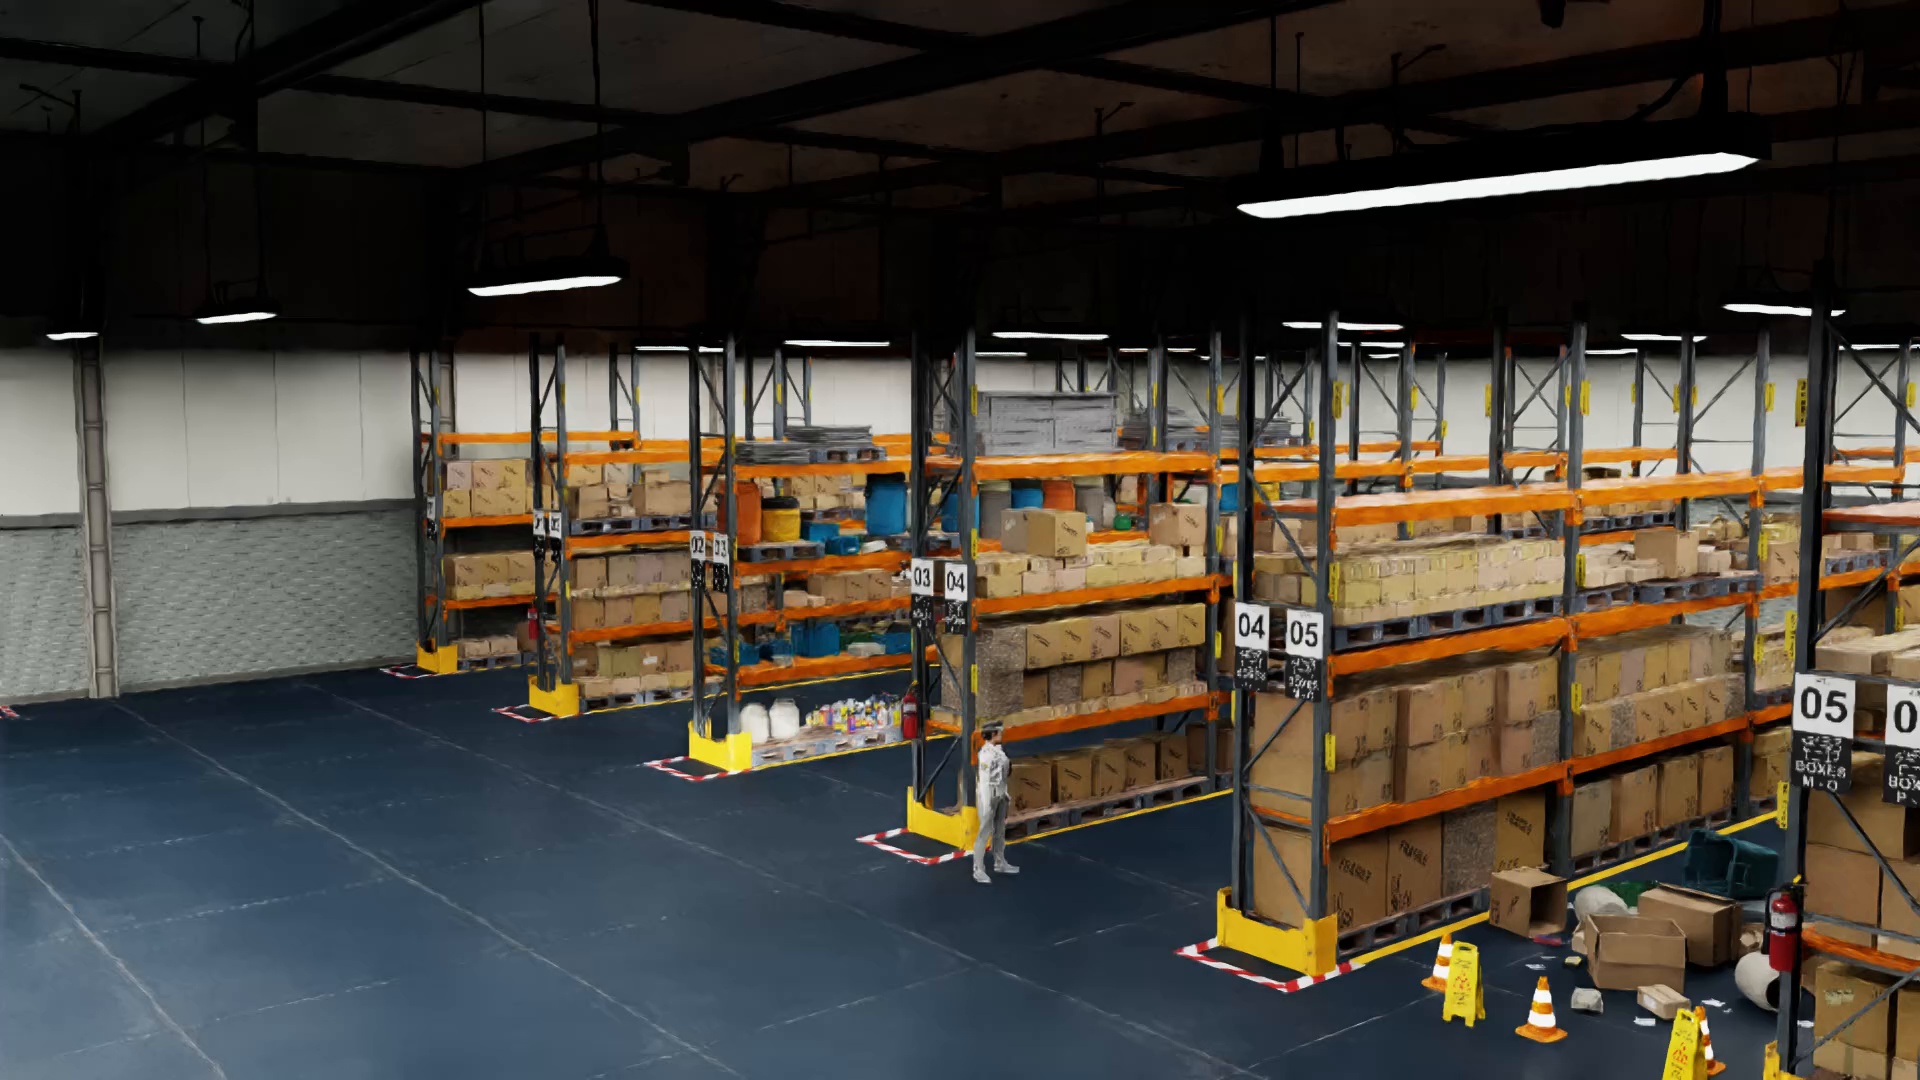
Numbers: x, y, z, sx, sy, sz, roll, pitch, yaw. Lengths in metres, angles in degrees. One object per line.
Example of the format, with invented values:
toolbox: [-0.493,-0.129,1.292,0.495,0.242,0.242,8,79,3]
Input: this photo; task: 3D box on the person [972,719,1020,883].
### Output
person: [0.376,2.705,17.413,0.431,1.684,0.554,2,6,22]

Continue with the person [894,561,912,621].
person: [-1.090,1.157,34.510,0.989,1.622,0.457,-5,7,-40]
